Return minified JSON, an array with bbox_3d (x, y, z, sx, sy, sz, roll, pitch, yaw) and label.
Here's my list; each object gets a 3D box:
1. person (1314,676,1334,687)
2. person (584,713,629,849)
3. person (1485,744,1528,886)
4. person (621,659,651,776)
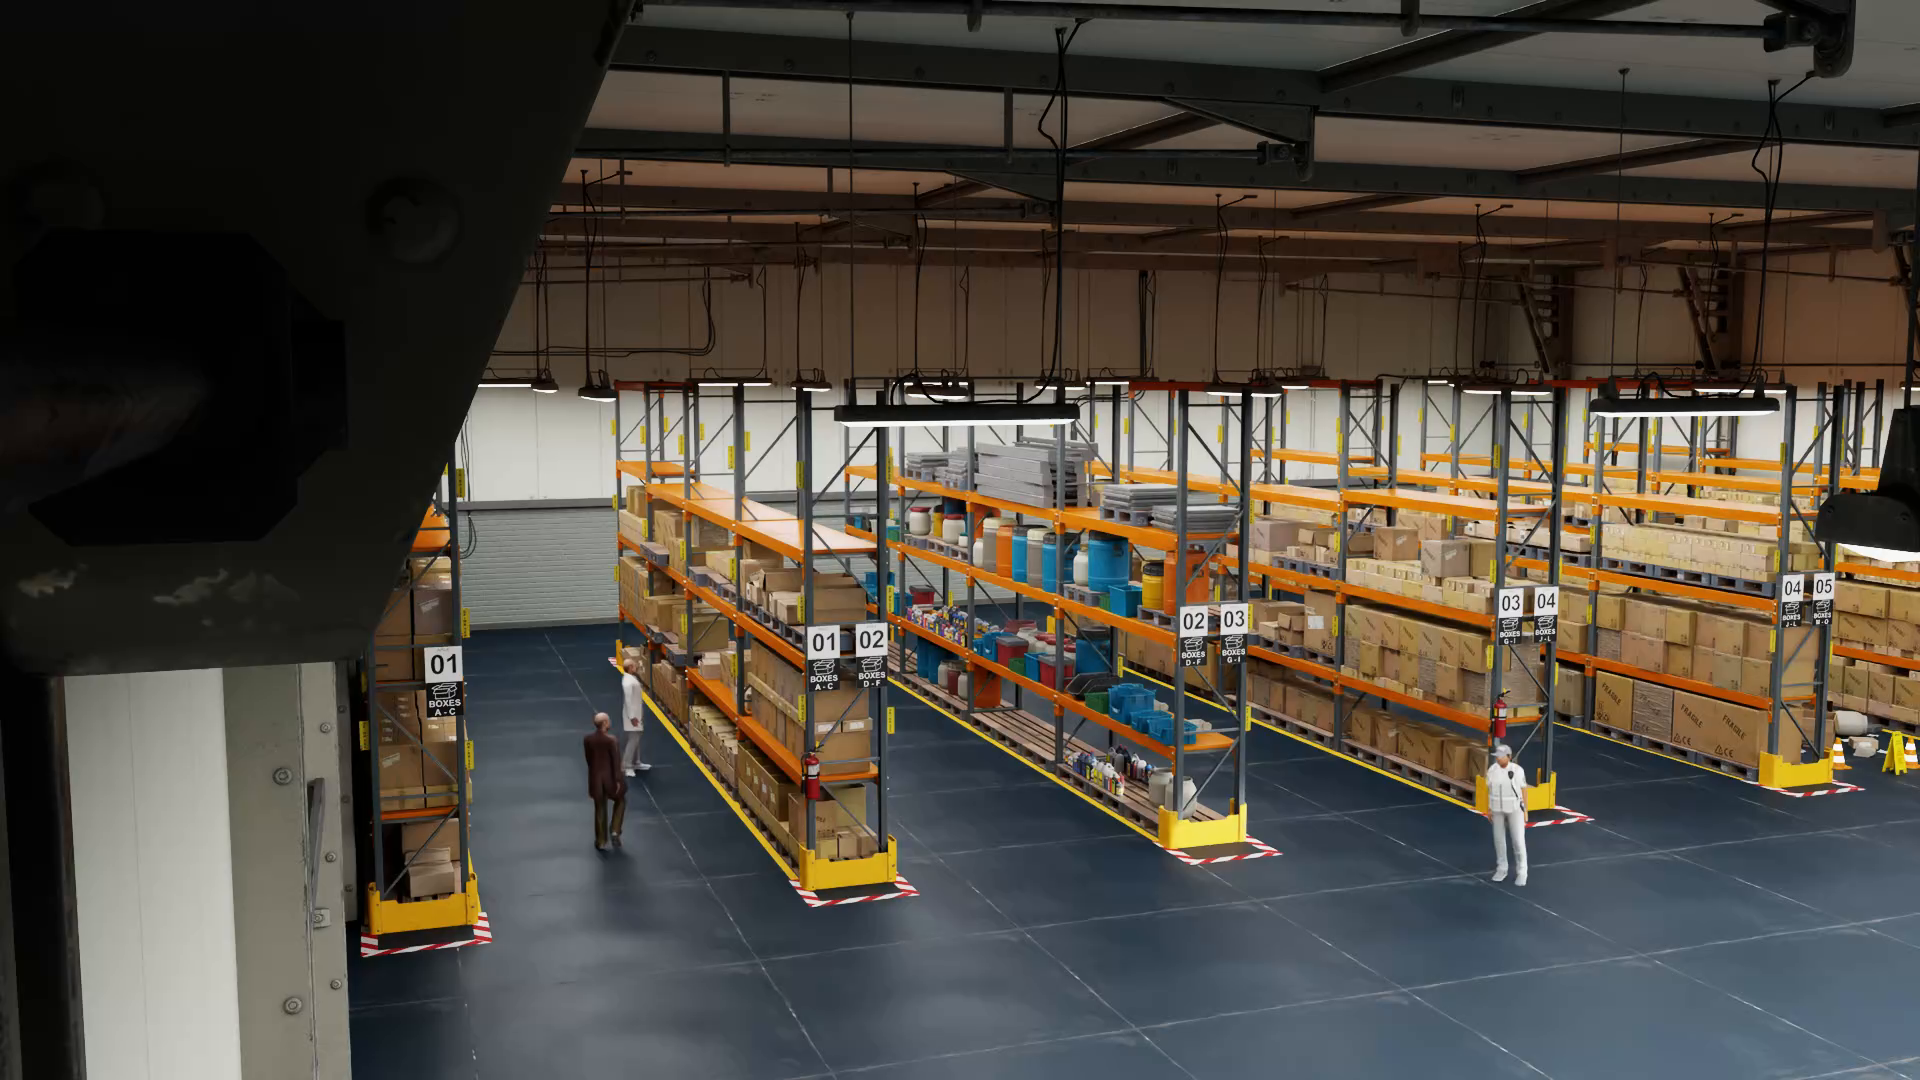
[{"bbox_3d":[6.937,2.149,31.508,0.486,1.707,0.594,-5,8,-40],"label":"person"},{"bbox_3d":[-4.637,3.159,21.784,0.555,1.833,0.532,0,6,1],"label":"person"},{"bbox_3d":[6.725,3.361,20.444,0.563,1.707,0.394,4,7,36],"label":"person"},{"bbox_3d":[-5.055,2.740,25.861,0.424,1.821,0.664,0,6,1],"label":"person"}]
